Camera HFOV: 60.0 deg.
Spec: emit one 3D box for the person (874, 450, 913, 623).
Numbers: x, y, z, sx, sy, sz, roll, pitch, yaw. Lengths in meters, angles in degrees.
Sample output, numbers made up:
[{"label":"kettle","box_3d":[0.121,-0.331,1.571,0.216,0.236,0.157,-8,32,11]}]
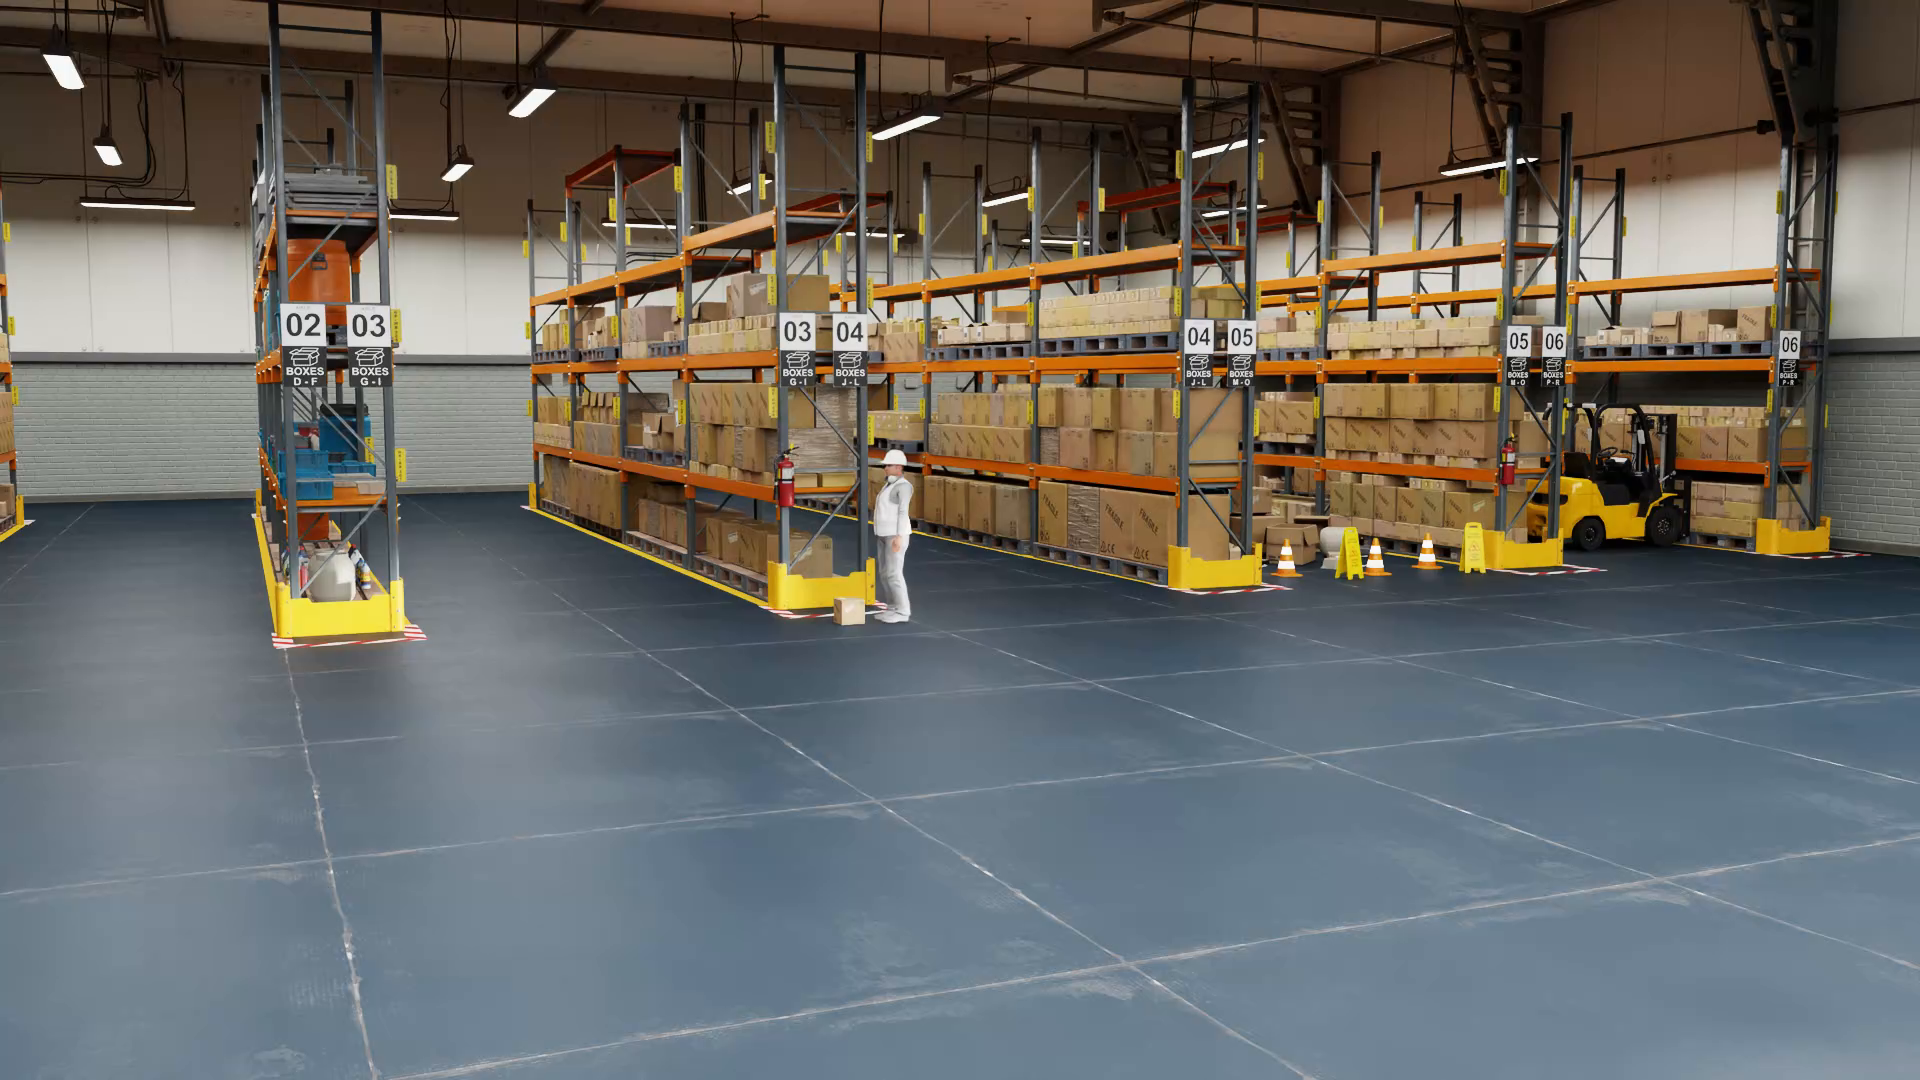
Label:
[{"label":"person","box_3d":[-0.692,-0.042,17.121,0.360,1.770,0.532,-2,6,-22]}]
